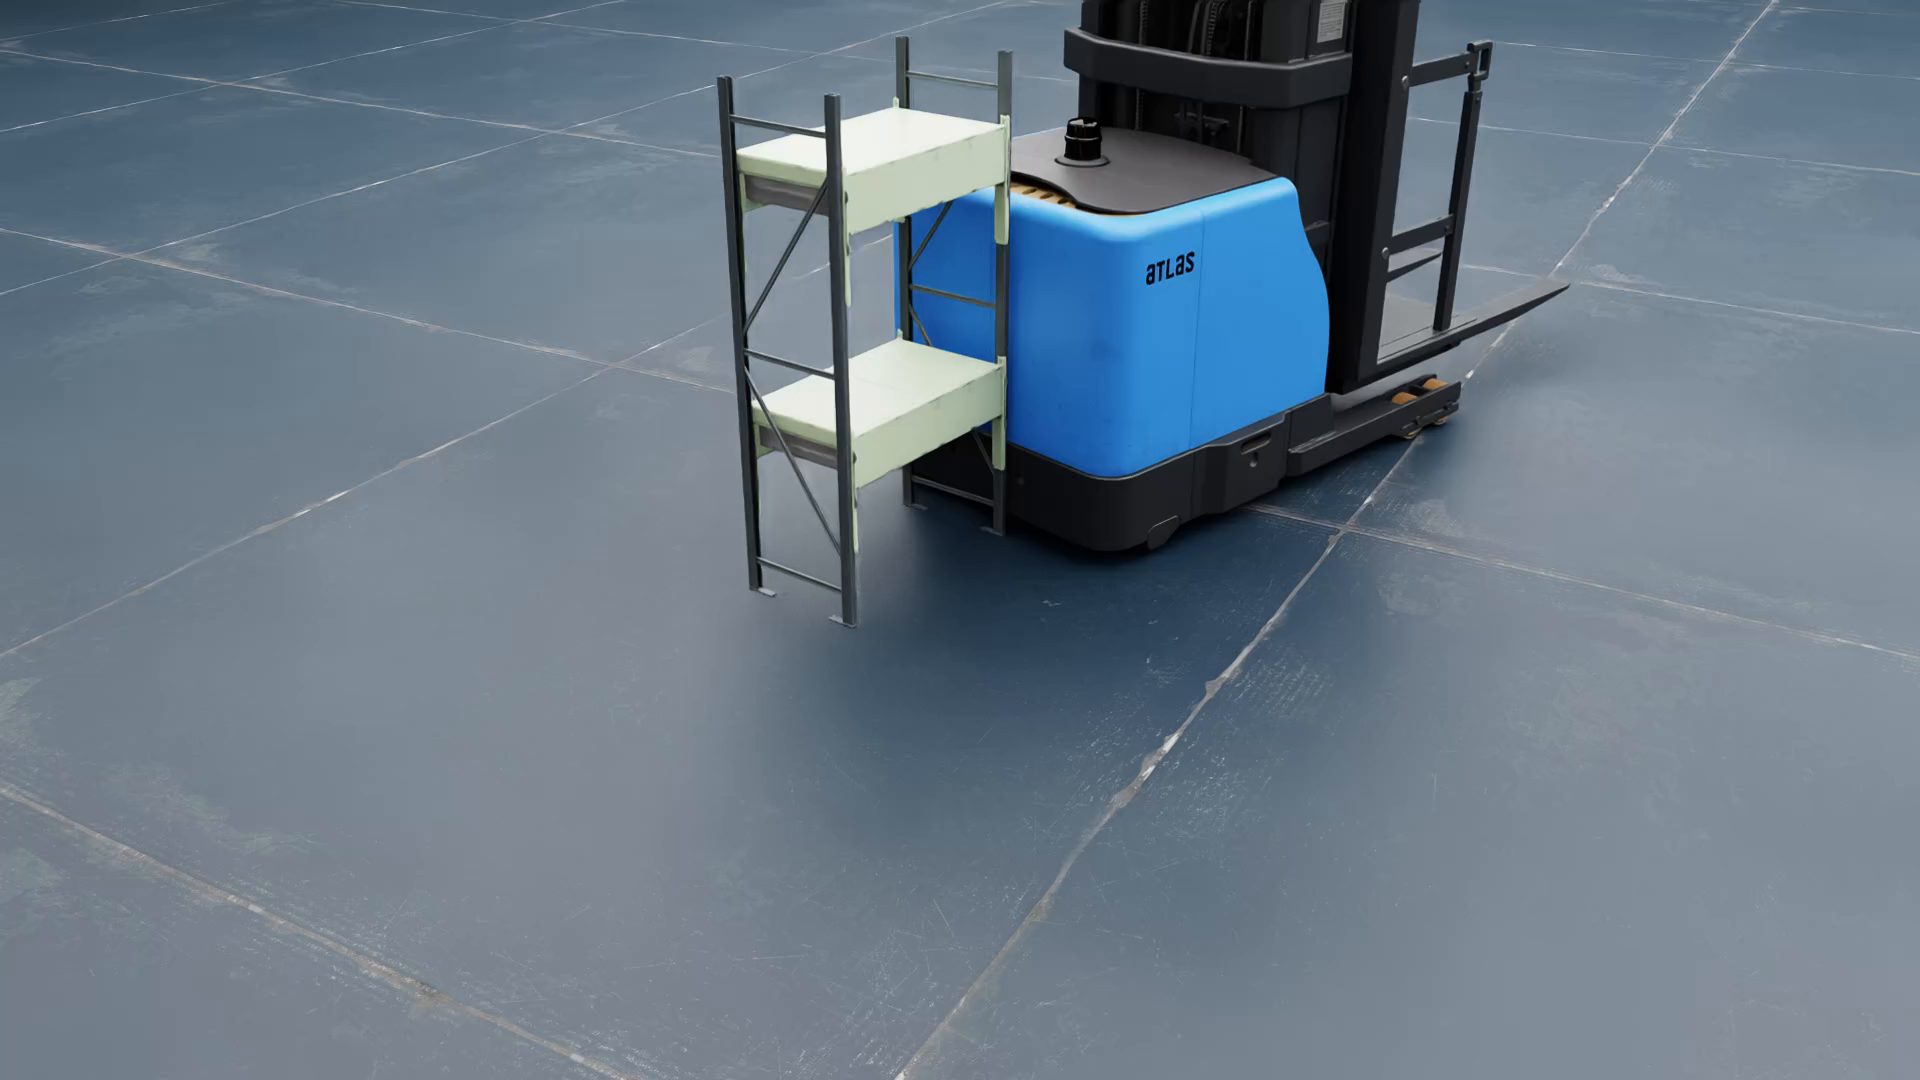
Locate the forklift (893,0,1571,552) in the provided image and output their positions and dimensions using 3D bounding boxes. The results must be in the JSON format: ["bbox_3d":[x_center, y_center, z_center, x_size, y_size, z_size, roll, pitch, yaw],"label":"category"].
[{"bbox_3d":[1.193,-1.824,5.620,3.031,2.935,1.130,-23,34,-38],"label":"forklift"}]

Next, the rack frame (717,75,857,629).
[{"bbox_3d":[-0.461,-0.473,4.520,0.400,1.500,0.023,19,32,33],"label":"rack frame"}]

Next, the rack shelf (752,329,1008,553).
[{"bbox_3d":[-0.241,-0.312,4.927,0.431,0.370,0.720,19,32,33],"label":"rack shelf"}]

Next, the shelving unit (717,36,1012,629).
[{"bbox_3d":[-0.241,-0.604,4.781,0.431,1.500,0.755,19,32,33],"label":"shelving unit"}]

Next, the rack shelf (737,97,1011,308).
[{"bbox_3d":[-0.241,-0.953,4.606,0.431,0.370,0.720,19,32,33],"label":"rack shelf"}]

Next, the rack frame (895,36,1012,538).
[{"bbox_3d":[-0.021,-0.735,5.043,0.400,1.500,0.023,19,32,33],"label":"rack frame"}]
